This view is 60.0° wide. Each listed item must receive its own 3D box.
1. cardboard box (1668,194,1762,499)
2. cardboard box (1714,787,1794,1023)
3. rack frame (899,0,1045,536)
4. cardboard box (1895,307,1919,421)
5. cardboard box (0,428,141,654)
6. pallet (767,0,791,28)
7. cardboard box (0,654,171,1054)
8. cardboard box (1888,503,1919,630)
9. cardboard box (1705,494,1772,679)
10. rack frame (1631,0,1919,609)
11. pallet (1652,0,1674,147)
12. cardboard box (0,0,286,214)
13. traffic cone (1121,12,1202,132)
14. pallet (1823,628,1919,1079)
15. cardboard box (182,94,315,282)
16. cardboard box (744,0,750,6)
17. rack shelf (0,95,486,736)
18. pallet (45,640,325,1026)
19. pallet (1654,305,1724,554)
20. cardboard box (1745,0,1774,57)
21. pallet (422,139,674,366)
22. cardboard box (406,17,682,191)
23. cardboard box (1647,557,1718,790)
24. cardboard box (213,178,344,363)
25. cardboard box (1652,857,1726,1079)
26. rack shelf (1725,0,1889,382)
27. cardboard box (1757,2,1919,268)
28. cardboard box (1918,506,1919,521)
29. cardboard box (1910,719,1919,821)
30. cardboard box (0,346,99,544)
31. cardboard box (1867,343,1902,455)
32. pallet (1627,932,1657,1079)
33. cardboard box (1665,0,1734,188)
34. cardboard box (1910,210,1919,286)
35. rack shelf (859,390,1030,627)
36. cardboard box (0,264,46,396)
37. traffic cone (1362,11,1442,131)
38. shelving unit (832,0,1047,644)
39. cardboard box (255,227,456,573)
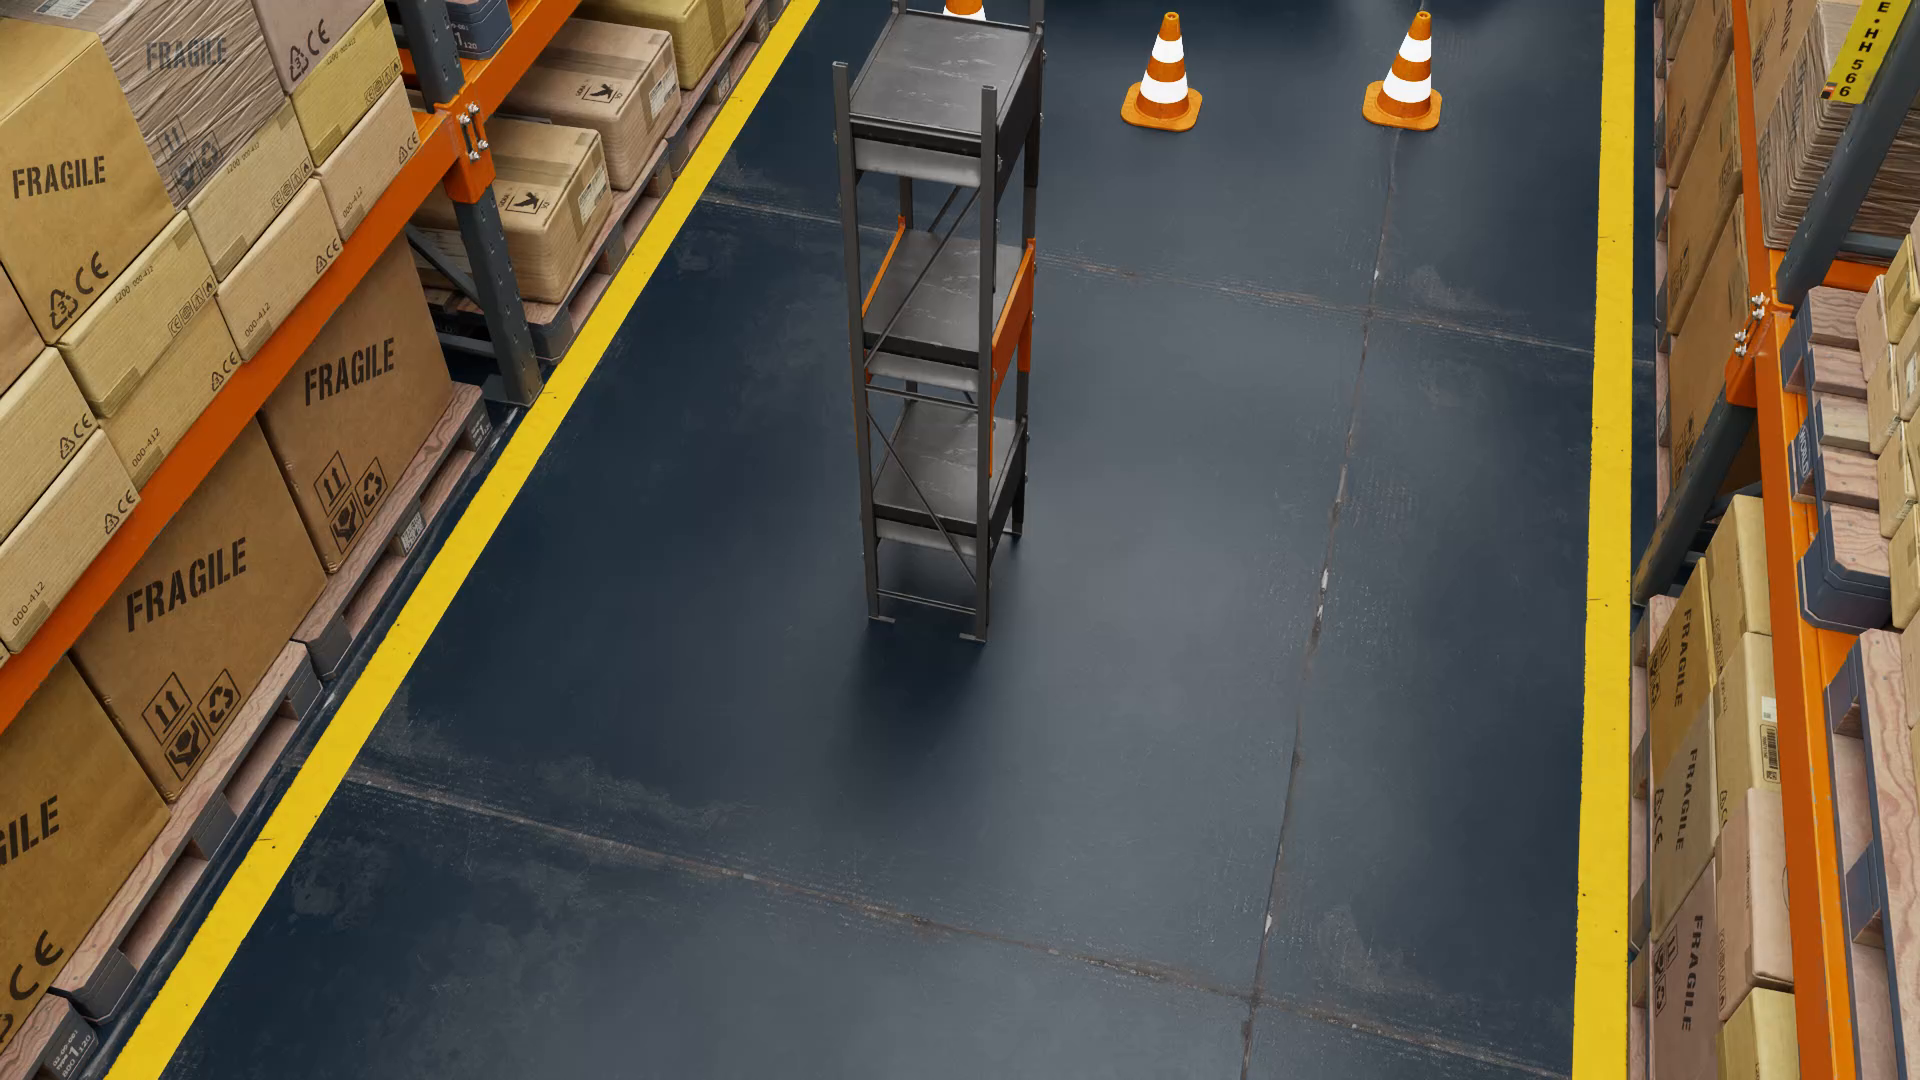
[{"bbox_3d":[2.988,-0.534,5.441,1.050,0.750,0.750,11,49,10],"label":"cardboard box"},{"bbox_3d":[2.050,0.897,3.845,0.500,0.250,0.500,12,50,10],"label":"cardboard box"},{"bbox_3d":[0.021,-0.752,5.013,0.400,2.100,0.015,12,50,10],"label":"rack frame"},{"bbox_3d":[2.351,-0.364,3.760,0.380,0.149,0.250,14,50,12],"label":"cardboard box"},{"bbox_3d":[-2.318,-0.045,3.889,0.500,0.250,0.500,11,49,9],"label":"cardboard box"},{"bbox_3d":[-1.212,-3.027,8.281,1.003,0.211,1.213,12,50,10],"label":"pallet"},{"bbox_3d":[-2.797,0.718,4.253,0.875,0.875,0.875,13,50,11],"label":"cardboard box"},{"bbox_3d":[2.218,0.096,3.552,0.380,0.149,0.250,14,50,12],"label":"cardboard box"},{"bbox_3d":[2.326,0.175,4.482,0.500,0.250,0.500,10,49,8],"label":"cardboard box"},{"bbox_3d":[2.741,-0.716,4.382,1.000,3.000,0.127,12,50,10],"label":"rack frame"},{"bbox_3d":[3.664,-2.114,7.475,1.003,0.211,1.213,12,50,10],"label":"pallet"},{"bbox_3d":[-2.072,-1.186,4.062,0.500,0.500,0.500,12,50,11],"label":"cardboard box"},{"bbox_3d":[0.905,-2.094,7.289,0.336,0.463,0.334,12,50,10],"label":"traffic cone"},{"bbox_3d":[2.260,0.787,3.183,1.003,0.211,1.213,12,50,10],"label":"pallet"},{"bbox_3d":[-2.075,-0.964,4.367,0.500,0.250,0.500,10,49,9],"label":"cardboard box"},{"bbox_3d":[-1.330,-2.882,7.766,0.950,0.372,0.625,14,50,12],"label":"cardboard box"},{"bbox_3d":[-2.587,0.064,4.172,1.077,0.370,4.000,12,50,10],"label":"rack shelf"},{"bbox_3d":[-2.664,0.738,4.958,1.003,0.211,1.213,12,50,10],"label":"pallet"},{"bbox_3d":[3.021,-0.349,5.917,1.003,0.211,1.213,12,50,10],"label":"pallet"},{"bbox_3d":[2.865,-1.850,5.316,0.500,0.500,0.500,11,49,9],"label":"cardboard box"},{"bbox_3d":[-1.854,-1.262,6.723,1.003,0.211,1.213,12,50,10],"label":"pallet"},{"bbox_3d":[-1.716,-1.832,6.838,0.950,0.372,0.625,11,49,9],"label":"cardboard box"},{"bbox_3d":[2.309,0.433,4.754,0.500,0.500,0.500,10,49,8],"label":"cardboard box"},{"bbox_3d":[-2.063,-0.781,4.539,0.500,0.250,0.500,12,50,11],"label":"cardboard box"},{"bbox_3d":[2.049,1.170,4.104,0.500,0.500,0.500,10,49,9],"label":"cardboard box"},{"bbox_3d":[3.268,-1.925,5.928,1.077,0.370,4.000,12,50,10],"label":"rack shelf"},{"bbox_3d":[2.601,-1.128,4.679,0.500,0.500,0.500,12,50,10],"label":"cardboard box"},{"bbox_3d":[2.218,0.012,3.428,0.380,0.149,0.250,12,50,10],"label":"cardboard box"},{"bbox_3d":[2.082,0.471,3.221,0.380,0.149,0.250,12,50,11],"label":"cardboard box"},{"bbox_3d":[-2.326,-0.214,3.705,0.500,0.250,0.500,10,49,9],"label":"cardboard box"},{"bbox_3d":[2.358,-0.294,3.897,0.380,0.149,0.250,14,50,12],"label":"cardboard box"},{"bbox_3d":[2.211,1.651,4.152,1.003,0.211,1.213,12,50,10],"label":"pallet"},{"bbox_3d":[3.460,-1.841,6.594,1.050,0.750,0.750,12,50,10],"label":"cardboard box"},{"bbox_3d":[2.432,-0.670,3.831,0.380,0.149,0.250,12,50,10],"label":"cardboard box"},{"bbox_3d":[-0.044,-0.103,5.392,0.431,0.518,0.480,12,50,10],"label":"rack shelf"},{"bbox_3d":[-2.349,-0.463,3.425,0.500,0.500,0.500,11,49,9],"label":"cardboard box"},{"bbox_3d":[1.984,-2.098,7.293,0.336,0.463,0.334,12,50,10],"label":"traffic cone"},{"bbox_3d":[-0.044,-0.575,4.857,0.431,2.100,0.503,12,50,10],"label":"shelving unit"},{"bbox_3d":[-2.323,-0.573,5.392,0.875,0.875,0.875,11,50,10],"label":"cardboard box"}]
